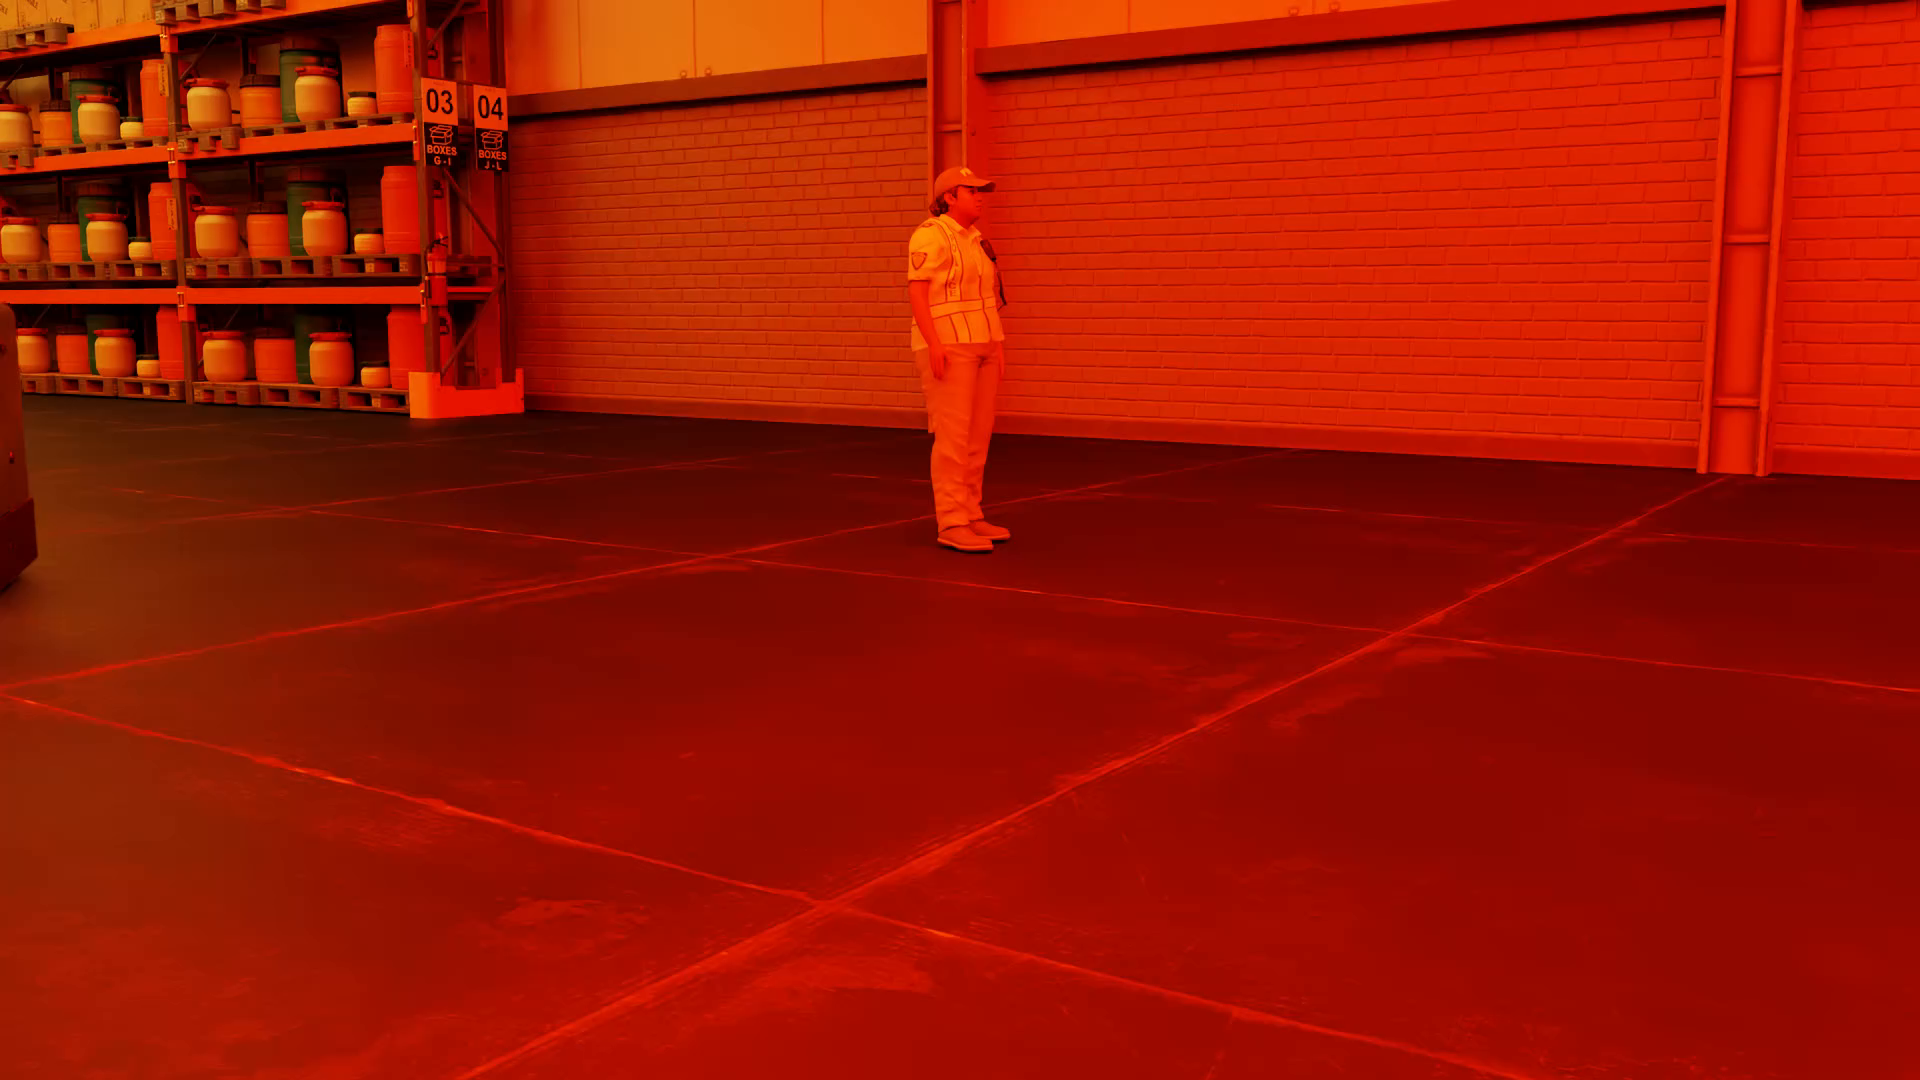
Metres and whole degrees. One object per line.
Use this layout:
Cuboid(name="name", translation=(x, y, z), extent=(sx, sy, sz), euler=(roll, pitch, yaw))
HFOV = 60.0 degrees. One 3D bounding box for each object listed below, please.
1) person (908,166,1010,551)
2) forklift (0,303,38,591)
Cuboid(name="person", translation=(0.051, -0.823, 7.424), extent=(0.529, 1.670, 0.598), euler=(5, 10, 34))
Cuboid(name="forklift", translation=(-4.926, -1.179, 5.480), extent=(3.031, 2.935, 1.130), euler=(-3, 9, -21))
